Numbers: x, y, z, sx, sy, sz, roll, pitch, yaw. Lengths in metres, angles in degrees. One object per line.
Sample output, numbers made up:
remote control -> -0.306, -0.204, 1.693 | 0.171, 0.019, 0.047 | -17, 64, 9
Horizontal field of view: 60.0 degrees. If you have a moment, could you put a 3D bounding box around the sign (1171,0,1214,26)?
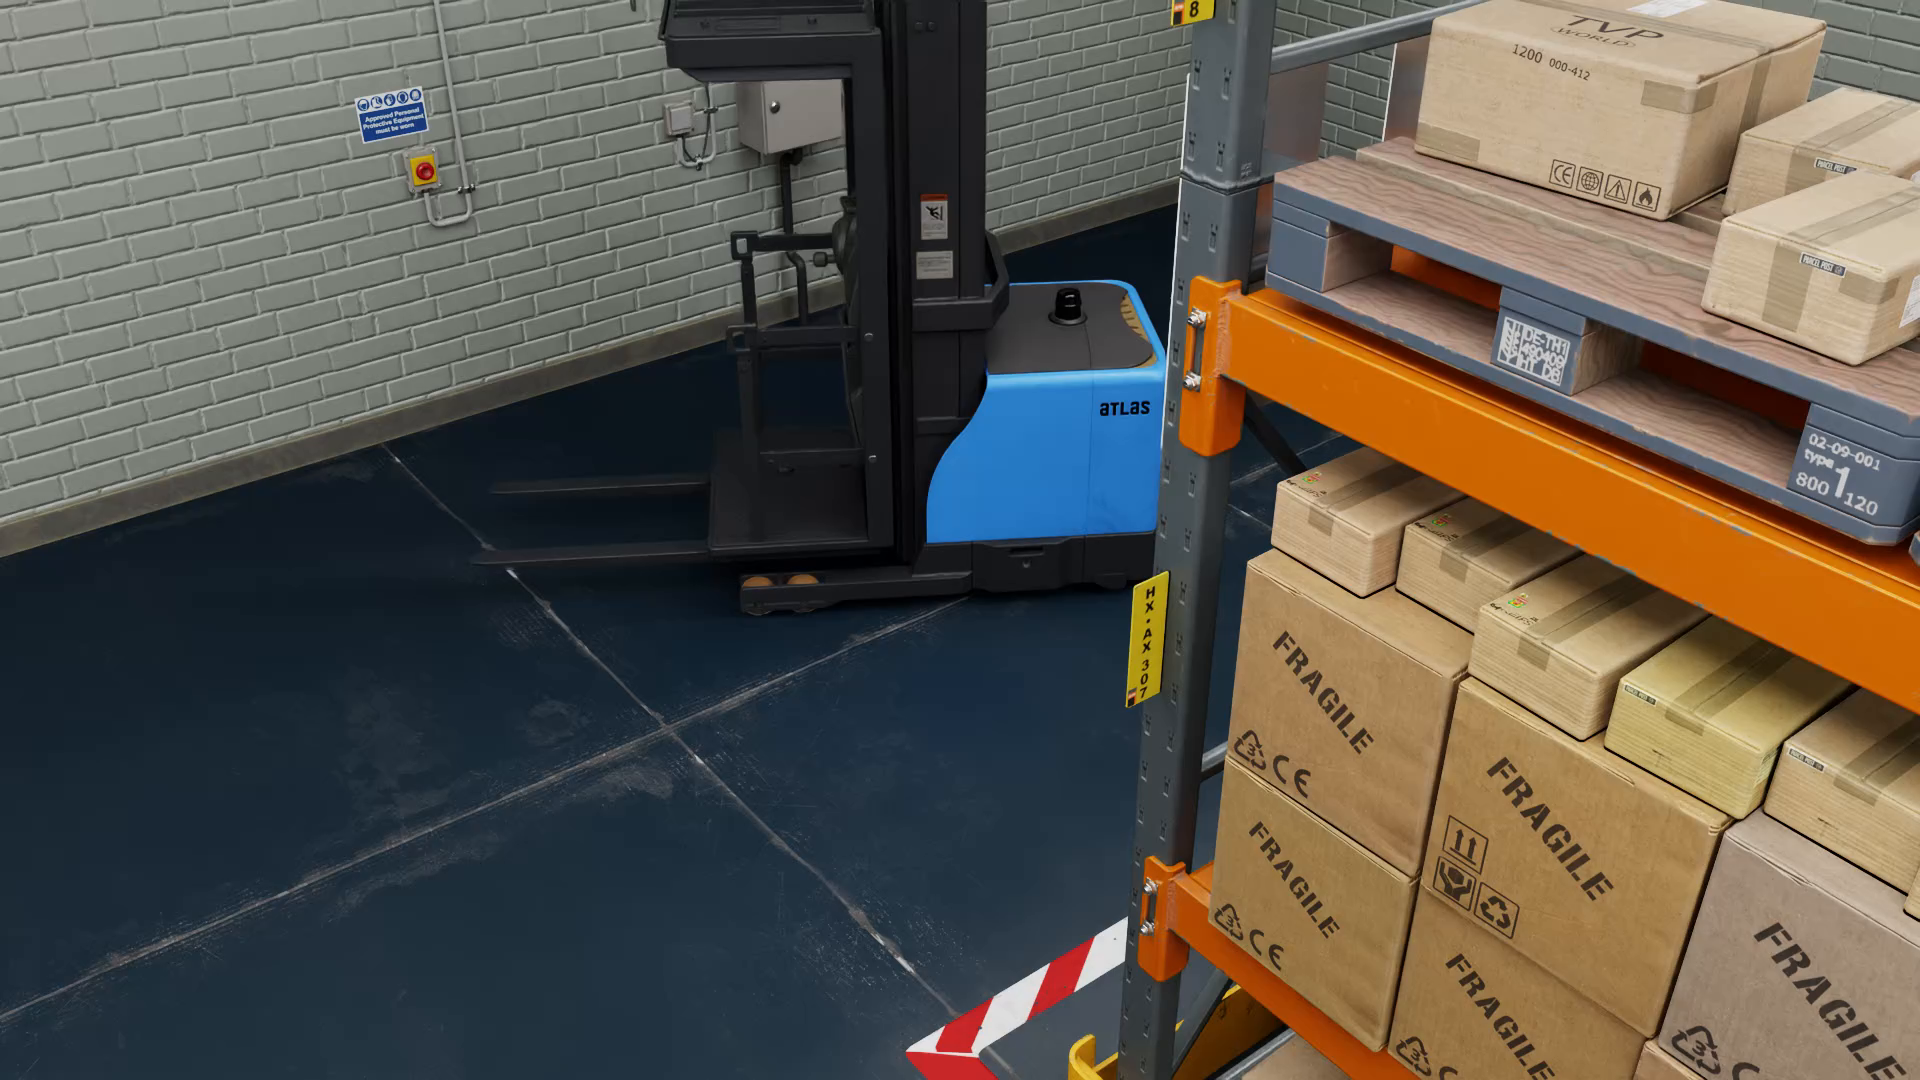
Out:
sign -> 0.411, -1.056, 2.861 | 0.100, 0.325, 0.005 | -22, 38, -31

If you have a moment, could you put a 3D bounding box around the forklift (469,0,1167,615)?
forklift -> -0.644, -1.211, 6.922 | 3.031, 2.935, 1.130 | -3, 32, -5

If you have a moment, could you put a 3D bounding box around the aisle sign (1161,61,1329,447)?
aisle sign -> 0.580, -0.595, 3.400 | 0.394, 0.787, 0.004 | -22, 38, -31

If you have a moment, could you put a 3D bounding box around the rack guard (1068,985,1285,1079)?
rack guard -> 0.839, 1.498, 4.865 | 1.175, 0.500, 0.348 | -22, 38, -31

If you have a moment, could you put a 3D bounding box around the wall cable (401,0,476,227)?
wall cable -> -2.623, -2.342, 7.684 | 0.585, 1.953, 0.123 | -22, 38, -31

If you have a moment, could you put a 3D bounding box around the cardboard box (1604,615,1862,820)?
cardboard box -> 1.314, 0.276, 2.805 | 0.380, 0.149, 0.250 | -24, 39, -33

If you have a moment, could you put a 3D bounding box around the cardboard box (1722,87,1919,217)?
cardboard box -> 1.521, -0.635, 2.832 | 0.380, 0.149, 0.250 | -26, 40, -35

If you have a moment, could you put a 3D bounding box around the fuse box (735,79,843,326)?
fuse box -> -0.874, -1.968, 9.297 | 0.539, 1.711, 0.414 | -22, 38, -31

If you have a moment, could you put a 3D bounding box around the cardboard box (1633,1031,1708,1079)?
cardboard box -> 1.551, 1.116, 3.016 | 0.500, 0.500, 0.500 | -23, 38, -32

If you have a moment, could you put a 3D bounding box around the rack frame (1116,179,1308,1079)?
rack frame -> 0.853, 0.446, 4.189 | 1.000, 3.000, 0.127 | -22, 38, -31

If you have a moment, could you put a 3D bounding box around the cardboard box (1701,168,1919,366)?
cardboard box -> 1.339, -0.415, 2.477 | 0.380, 0.149, 0.250 | -21, 37, -30

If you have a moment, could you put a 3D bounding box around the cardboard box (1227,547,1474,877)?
cardboard box -> 0.923, 0.271, 3.428 | 0.500, 0.500, 0.500 | -23, 39, -32

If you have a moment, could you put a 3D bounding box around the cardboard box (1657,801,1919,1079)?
cardboard box -> 1.567, 0.696, 2.744 | 0.500, 0.500, 0.500 | -23, 38, -32

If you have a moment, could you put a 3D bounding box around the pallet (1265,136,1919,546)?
pallet -> 1.316, -0.485, 2.929 | 1.003, 0.211, 1.213 | -22, 38, -31

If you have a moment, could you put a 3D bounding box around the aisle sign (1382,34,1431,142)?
aisle sign -> 1.054, -0.789, 3.713 | 0.394, 0.787, 0.004 | -22, 38, -31

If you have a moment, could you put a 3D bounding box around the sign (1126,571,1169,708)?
sign -> 0.411, 0.221, 3.655 | 0.100, 0.325, 0.005 | -22, 38, -31

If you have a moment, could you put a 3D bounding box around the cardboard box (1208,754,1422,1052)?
cardboard box -> 0.921, 0.696, 3.691 | 0.500, 0.500, 0.500 | -23, 38, -32

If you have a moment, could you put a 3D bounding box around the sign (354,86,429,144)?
sign -> -2.699, -2.021, 7.905 | 0.327, 0.218, 0.001 | -22, 38, -31

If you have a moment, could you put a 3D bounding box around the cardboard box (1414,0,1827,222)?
cardboard box -> 1.200, -0.827, 3.045 | 0.500, 0.250, 0.500 | -26, 40, -36

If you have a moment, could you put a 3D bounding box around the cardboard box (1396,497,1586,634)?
cardboard box -> 1.069, 0.027, 3.207 | 0.380, 0.149, 0.250 | -21, 38, -30

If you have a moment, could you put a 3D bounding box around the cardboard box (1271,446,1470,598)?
cardboard box -> 0.852, -0.059, 3.345 | 0.380, 0.149, 0.250 | -21, 38, -30

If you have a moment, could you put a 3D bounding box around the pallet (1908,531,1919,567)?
pallet -> 2.069, 0.024, 2.110 | 1.003, 0.211, 1.213 | -22, 38, -31

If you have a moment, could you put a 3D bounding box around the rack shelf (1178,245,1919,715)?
rack shelf -> 2.080, 0.311, 2.245 | 1.077, 0.370, 4.000 | -22, 38, -31

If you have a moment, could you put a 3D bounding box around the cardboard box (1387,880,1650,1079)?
cardboard box -> 1.253, 0.898, 3.366 | 0.500, 0.500, 0.500 | -23, 38, -32

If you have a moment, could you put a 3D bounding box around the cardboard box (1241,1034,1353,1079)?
cardboard box -> 1.337, 1.599, 4.364 | 0.875, 0.438, 0.875 | -24, 39, -33

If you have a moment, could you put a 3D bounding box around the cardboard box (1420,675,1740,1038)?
cardboard box -> 1.245, 0.484, 3.085 | 0.500, 0.500, 0.500 | -23, 39, -33

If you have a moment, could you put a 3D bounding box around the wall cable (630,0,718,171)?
wall cable -> -1.510, -2.792, 8.439 | 0.588, 1.984, 0.122 | -22, 38, -31

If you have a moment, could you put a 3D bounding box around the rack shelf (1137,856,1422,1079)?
rack shelf -> 2.080, 1.585, 3.037 | 1.077, 0.370, 4.000 | -22, 38, -31

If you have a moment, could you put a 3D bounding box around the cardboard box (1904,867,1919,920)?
cardboard box -> 1.636, 0.486, 2.467 | 0.380, 0.149, 0.250 | -22, 38, -31

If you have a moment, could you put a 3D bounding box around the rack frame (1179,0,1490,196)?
rack frame -> 0.853, -2.103, 2.606 | 1.000, 3.000, 0.127 | -22, 38, -31

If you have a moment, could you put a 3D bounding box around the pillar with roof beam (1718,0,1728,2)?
pillar with roof beam -> 0.430, -3.733, 5.231 | 9.100, 9.000, 0.400 | -22, 38, -31

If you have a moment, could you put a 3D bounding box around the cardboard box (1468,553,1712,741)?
cardboard box -> 1.138, 0.172, 2.972 | 0.380, 0.149, 0.250 | -21, 38, -30

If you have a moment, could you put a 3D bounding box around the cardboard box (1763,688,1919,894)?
cardboard box -> 1.516, 0.368, 2.657 | 0.380, 0.149, 0.250 | -22, 38, -31
